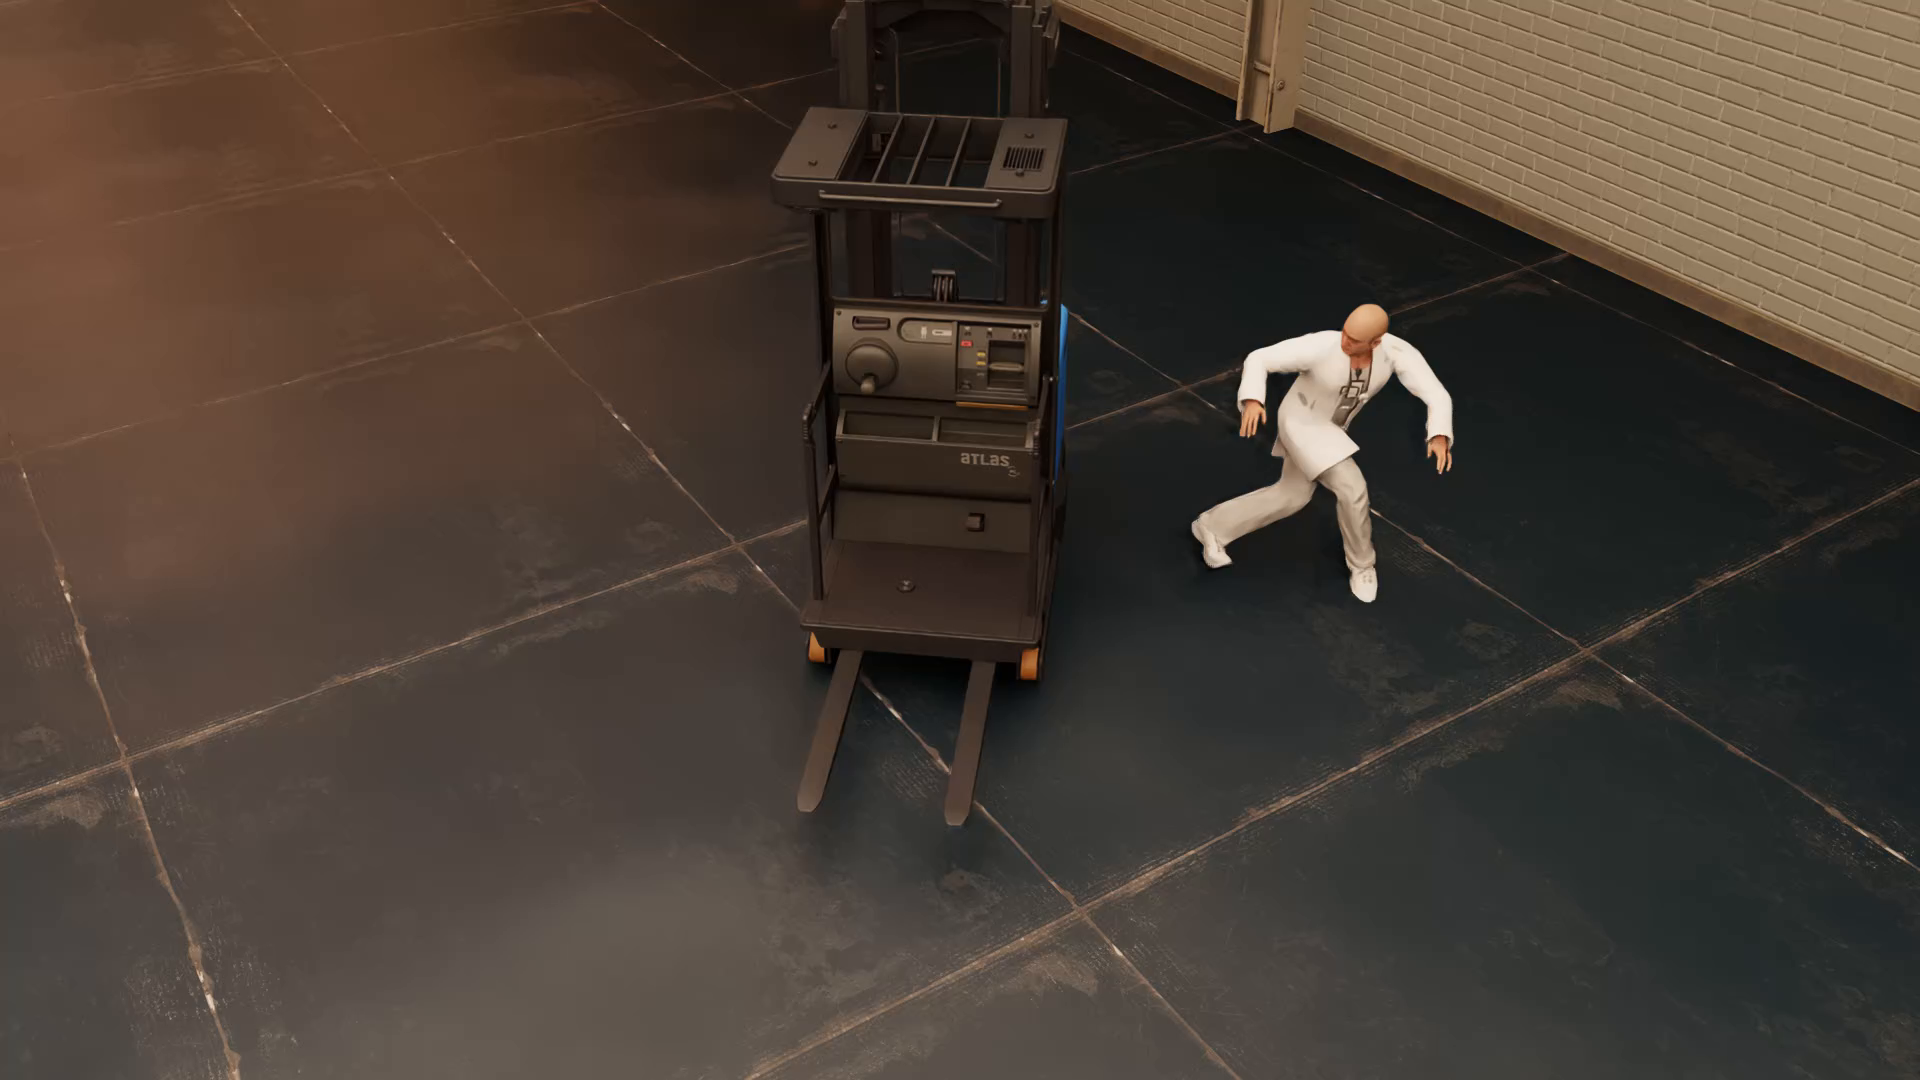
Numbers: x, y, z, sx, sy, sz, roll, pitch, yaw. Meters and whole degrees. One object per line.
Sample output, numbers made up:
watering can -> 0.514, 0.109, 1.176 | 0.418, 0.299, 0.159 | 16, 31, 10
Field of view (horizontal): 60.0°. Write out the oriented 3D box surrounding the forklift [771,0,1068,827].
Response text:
forklift -> -0.130, -0.757, 7.225 | 1.130, 2.935, 3.031 | 4, 35, 6

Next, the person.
person -> 1.735, -0.389, 7.956 | 0.982, 1.564, 1.171 | -21, 40, -27
